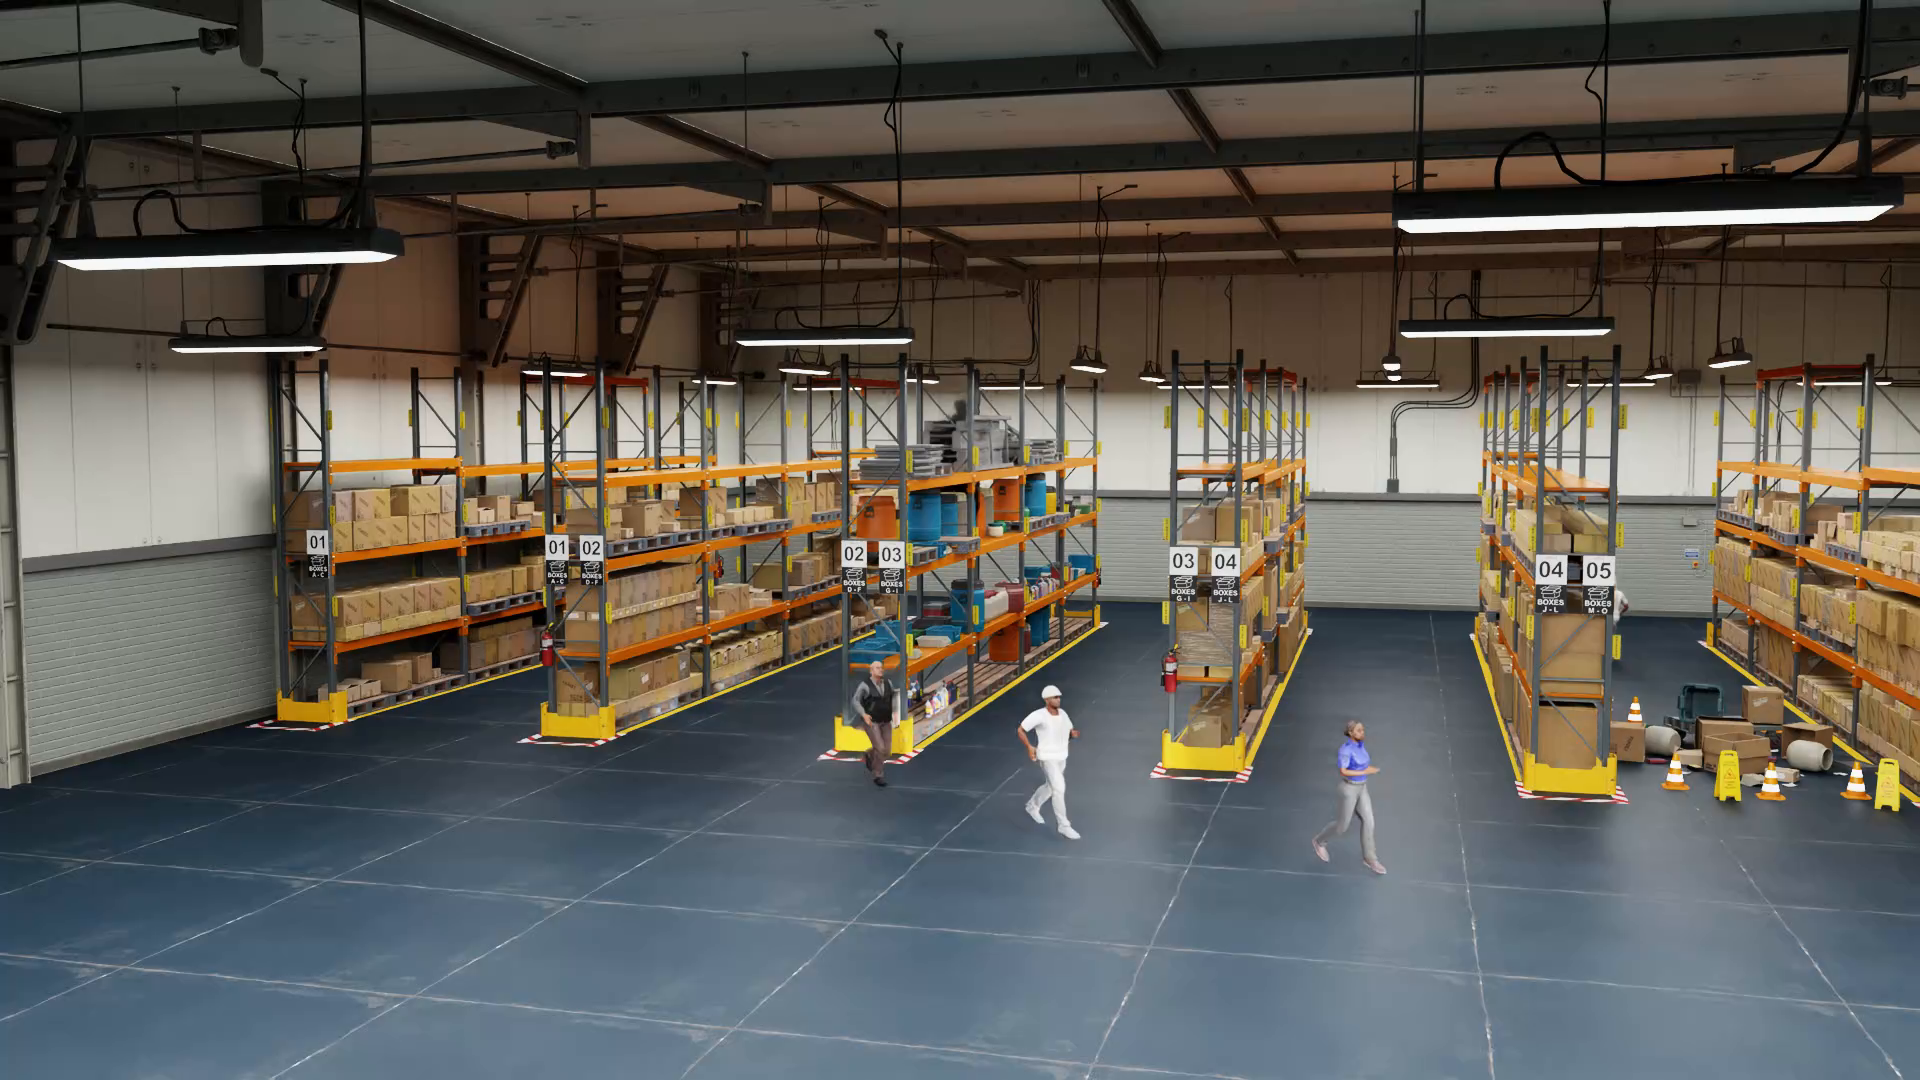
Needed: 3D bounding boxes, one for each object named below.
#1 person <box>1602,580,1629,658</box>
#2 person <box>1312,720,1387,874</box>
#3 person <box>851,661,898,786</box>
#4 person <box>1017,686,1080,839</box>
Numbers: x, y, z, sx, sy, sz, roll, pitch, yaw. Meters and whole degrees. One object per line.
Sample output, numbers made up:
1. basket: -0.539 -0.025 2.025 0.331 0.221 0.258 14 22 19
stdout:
1. person: 13.516 1.647 34.588 0.690 1.740 0.747 0 4 1
2. person: 4.346 2.822 18.516 0.900 1.663 0.604 4 6 45
3. person: -1.181 2.511 23.005 0.689 1.693 0.706 -3 5 -34
4. person: 1.120 2.645 20.117 0.959 1.773 0.695 4 6 42
